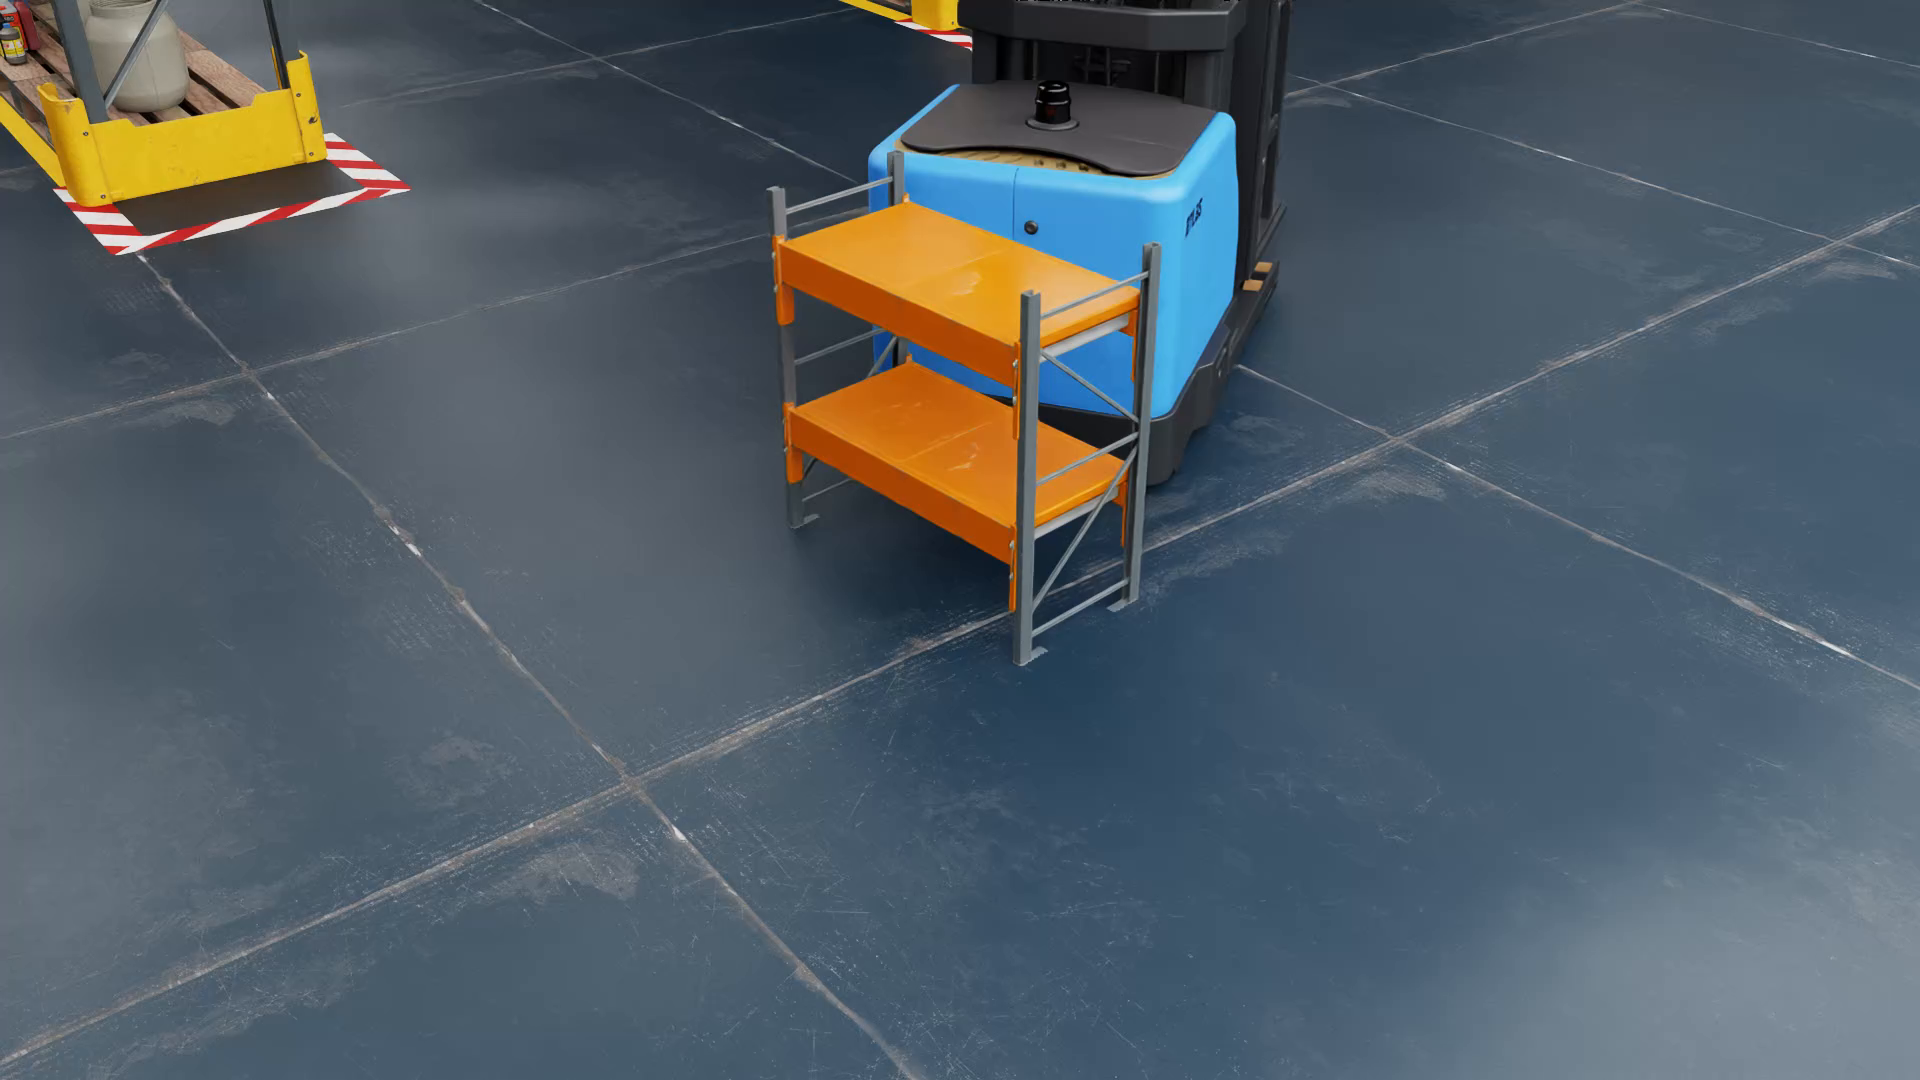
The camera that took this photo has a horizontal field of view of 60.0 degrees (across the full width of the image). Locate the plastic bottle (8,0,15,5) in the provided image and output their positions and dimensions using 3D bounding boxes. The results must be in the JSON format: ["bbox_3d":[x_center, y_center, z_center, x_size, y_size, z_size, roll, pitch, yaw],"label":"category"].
[{"bbox_3d":[-5.358,-2.974,9.430,0.097,0.201,0.097,0,32,0],"label":"plastic bottle"}]

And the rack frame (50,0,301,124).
[{"bbox_3d":[-3.631,-3.055,7.326,1.000,3.000,0.127,-22,38,-31],"label":"rack frame"}]

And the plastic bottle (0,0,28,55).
[{"bbox_3d":[-5.237,-2.822,9.116,0.152,0.276,0.135,-22,38,-31],"label":"plastic bottle"}]

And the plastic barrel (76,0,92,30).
[{"bbox_3d":[-4.403,-2.635,8.610,0.421,0.512,0.421,0,32,0],"label":"plastic barrel"}]

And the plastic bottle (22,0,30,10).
[{"bbox_3d":[-5.439,-3.084,9.537,0.152,0.276,0.135,-22,38,-31],"label":"plastic bottle"}]

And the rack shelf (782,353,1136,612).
[{"bbox_3d":[-0.009,-0.202,4.972,0.538,0.278,1.000,-27,41,-36],"label":"rack shelf"}]

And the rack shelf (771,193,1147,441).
[{"bbox_3d":[-0.009,-0.658,4.689,0.538,0.278,1.000,-27,41,-36],"label":"rack shelf"}]

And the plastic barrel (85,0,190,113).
[{"bbox_3d":[-4.095,-2.426,8.273,0.421,0.512,0.421,0,32,0],"label":"plastic barrel"}]

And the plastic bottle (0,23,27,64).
[{"bbox_3d":[-5.104,-2.677,8.952,0.097,0.201,0.097,0,32,0],"label":"plastic bottle"}]

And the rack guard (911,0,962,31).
[{"bbox_3d":[0.234,-3.627,10.616,1.175,0.500,0.348,-22,38,-31],"label":"rack guard"}]

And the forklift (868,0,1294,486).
[{"bbox_3d":[0.670,-2.186,5.992,1.130,2.935,3.031,11,33,17],"label":"forklift"}]

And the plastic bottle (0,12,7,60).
[{"bbox_3d":[-5.190,-2.754,8.999,0.061,0.283,0.133,-21,38,-30],"label":"plastic bottle"}]

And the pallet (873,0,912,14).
[{"bbox_3d":[-0.236,-3.855,11.256,1.003,0.211,1.213,-22,38,-31],"label":"pallet"}]

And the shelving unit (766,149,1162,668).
[{"bbox_3d":[-0.009,-0.410,4.843,0.538,1.125,1.048,-27,41,-36],"label":"shelving unit"}]

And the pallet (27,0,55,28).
[{"bbox_3d":[-5.705,-3.244,10.273,1.003,0.211,1.213,-22,38,-31],"label":"pallet"}]

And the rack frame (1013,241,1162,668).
[{"bbox_3d":[0.341,-0.215,4.530,0.500,1.125,0.032,-27,41,-36],"label":"rack frame"}]

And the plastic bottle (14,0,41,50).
[{"bbox_3d":[-5.153,-2.860,9.170,0.061,0.283,0.133,-22,38,-31],"label":"plastic bottle"}]

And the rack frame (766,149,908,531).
[{"bbox_3d":[-0.359,-0.604,5.157,0.500,1.125,0.032,-27,41,-36],"label":"rack frame"}]
